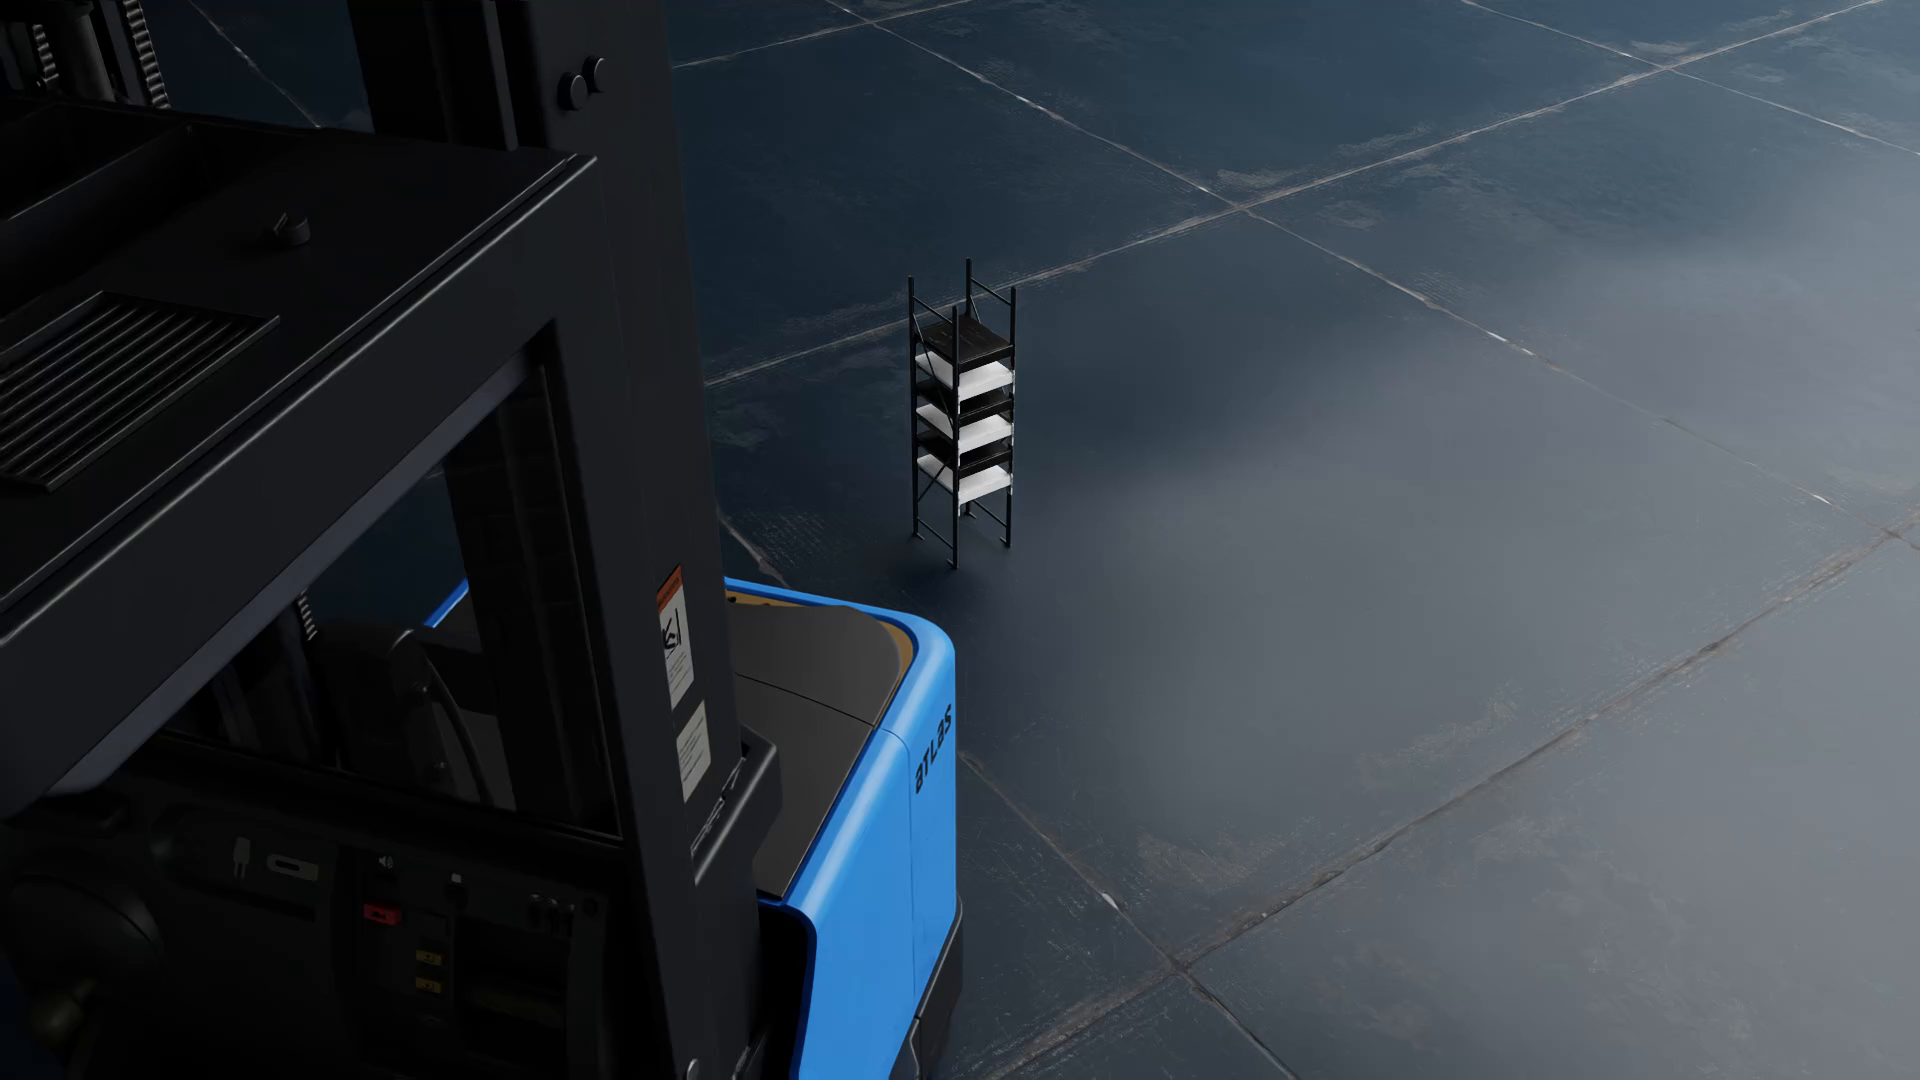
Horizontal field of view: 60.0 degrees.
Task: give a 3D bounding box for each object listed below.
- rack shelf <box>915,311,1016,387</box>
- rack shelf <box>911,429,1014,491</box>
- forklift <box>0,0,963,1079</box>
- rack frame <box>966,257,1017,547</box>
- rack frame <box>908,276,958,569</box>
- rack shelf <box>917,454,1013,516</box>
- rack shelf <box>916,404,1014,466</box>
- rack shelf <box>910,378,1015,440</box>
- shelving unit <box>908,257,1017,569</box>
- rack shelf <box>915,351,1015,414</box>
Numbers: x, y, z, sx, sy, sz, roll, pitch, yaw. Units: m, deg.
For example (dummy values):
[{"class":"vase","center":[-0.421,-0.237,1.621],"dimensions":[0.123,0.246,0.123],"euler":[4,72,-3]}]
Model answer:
[{"class":"rack shelf","center":[0.007,-0.560,4.853],"dimensions":[0.200,0.077,0.258],"euler":[-22,41,-28]},{"class":"rack shelf","center":[0.007,-0.268,5.063],"dimensions":[0.200,0.077,0.258],"euler":[-22,41,-28]},{"class":"forklift","center":[-0.925,0.572,1.945],"dimensions":[1.130,2.935,3.031],"euler":[10,37,14]},{"class":"rack frame","center":[0.090,-0.402,5.039],"dimensions":[0.006,0.900,0.240],"euler":[-22,41,-28]},{"class":"rack frame","center":[-0.076,-0.334,4.943],"dimensions":[0.006,0.900,0.240],"euler":[-22,41,-28]},{"class":"rack shelf","center":[0.007,-0.195,5.116],"dimensions":[0.200,0.077,0.258],"euler":[-22,41,-28]},{"class":"rack shelf","center":[0.007,-0.341,5.010],"dimensions":[0.200,0.077,0.258],"euler":[-22,41,-28]},{"class":"rack shelf","center":[0.007,-0.414,4.958],"dimensions":[0.200,0.077,0.258],"euler":[-22,41,-28]},{"class":"shelving unit","center":[0.007,-0.368,4.991],"dimensions":[0.210,0.900,0.258],"euler":[-22,41,-28]},{"class":"rack shelf","center":[0.007,-0.487,4.905],"dimensions":[0.200,0.077,0.258],"euler":[-22,41,-28]}]
